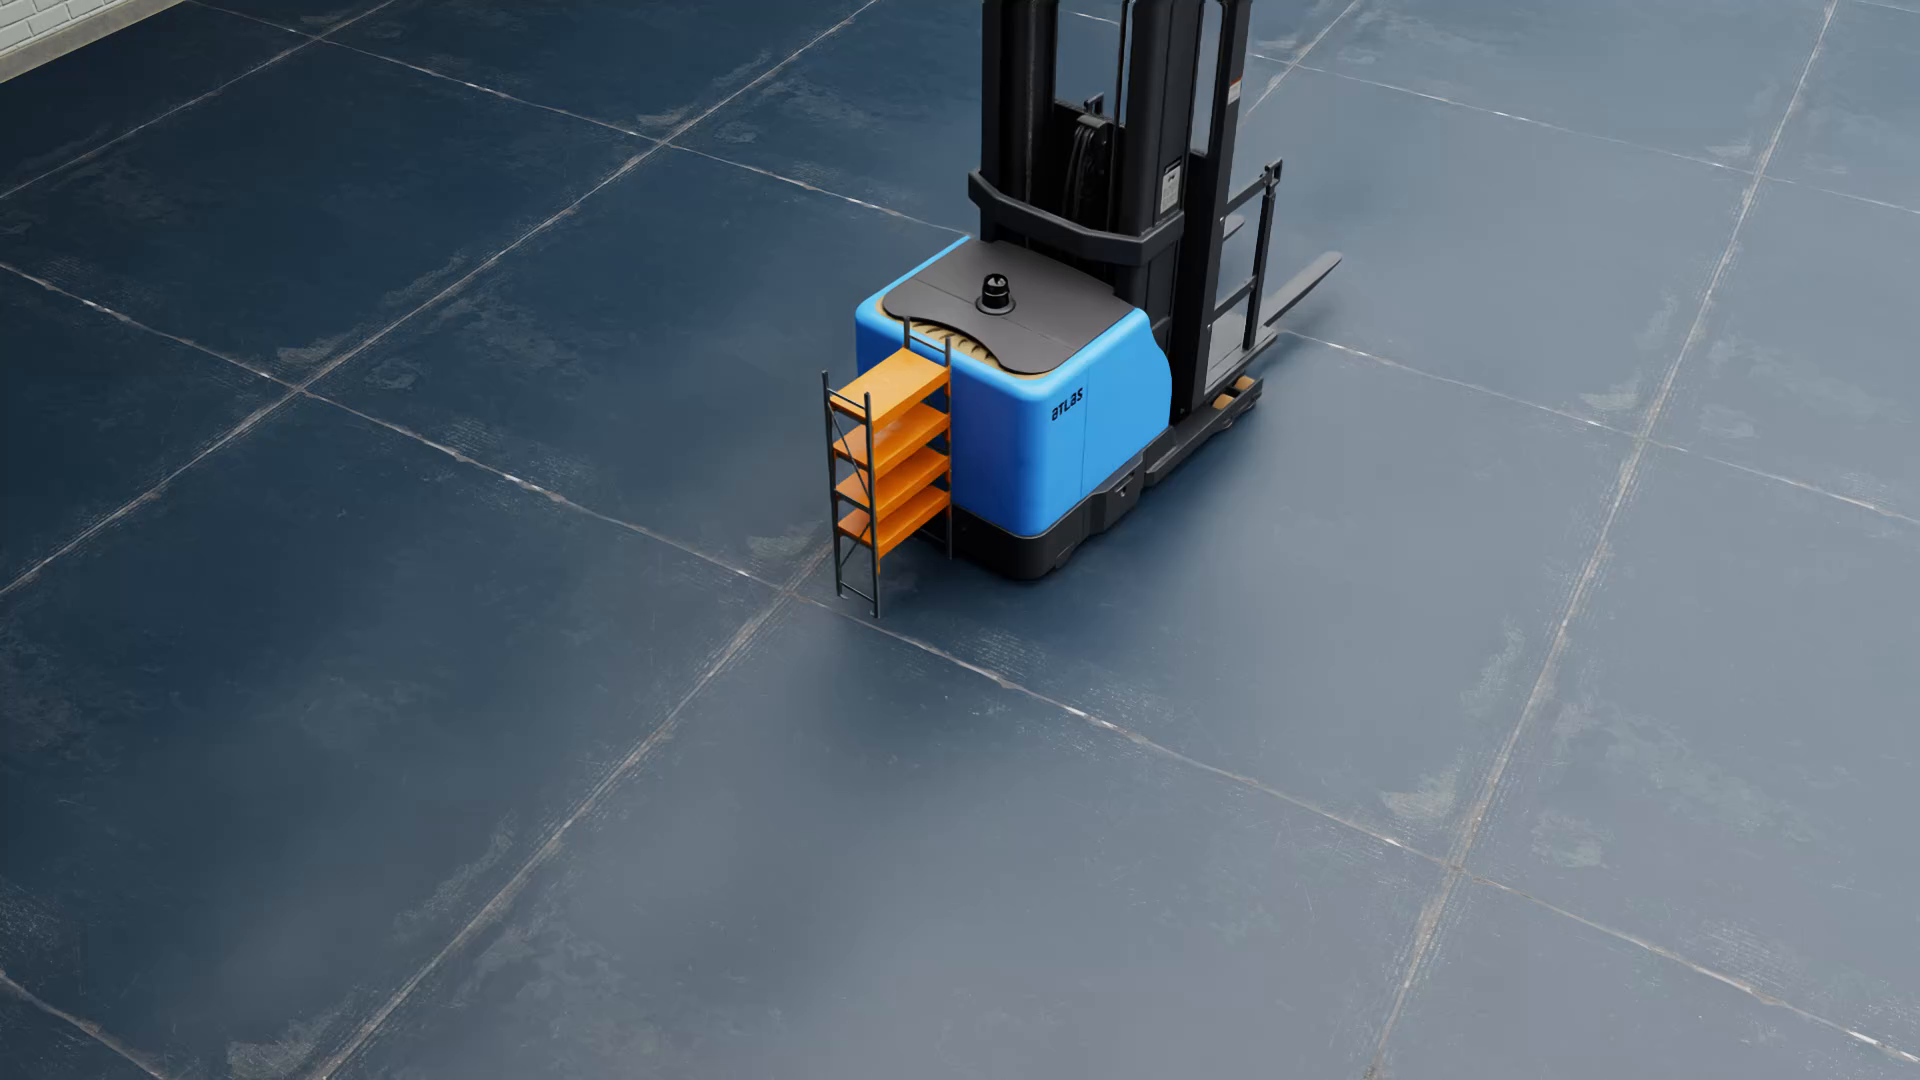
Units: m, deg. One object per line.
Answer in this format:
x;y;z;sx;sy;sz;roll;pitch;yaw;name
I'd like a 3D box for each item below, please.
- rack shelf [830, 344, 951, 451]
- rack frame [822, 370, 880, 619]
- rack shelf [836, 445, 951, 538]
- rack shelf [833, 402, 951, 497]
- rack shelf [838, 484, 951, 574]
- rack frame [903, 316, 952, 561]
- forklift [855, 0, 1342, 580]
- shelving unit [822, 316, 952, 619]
-0.288;-0.581;6.722;0.258;0.148;0.480;28;49;28;rack shelf
-0.442;-0.161;6.840;0.240;1.200;0.015;28;49;28;rack frame
-0.288;-0.235;7.027;0.258;0.148;0.480;28;49;28;rack shelf
-0.288;-0.403;6.879;0.258;0.148;0.480;28;49;28;rack shelf
-0.288;-0.086;7.158;0.258;0.148;0.480;28;49;28;rack shelf
-0.134;-0.411;7.124;0.240;1.200;0.015;28;49;28;rack frame
0.853;-1.838;7.435;1.130;2.935;3.031;28;49;28;forklift
-0.288;-0.286;6.982;0.258;1.200;0.503;28;49;28;shelving unit
